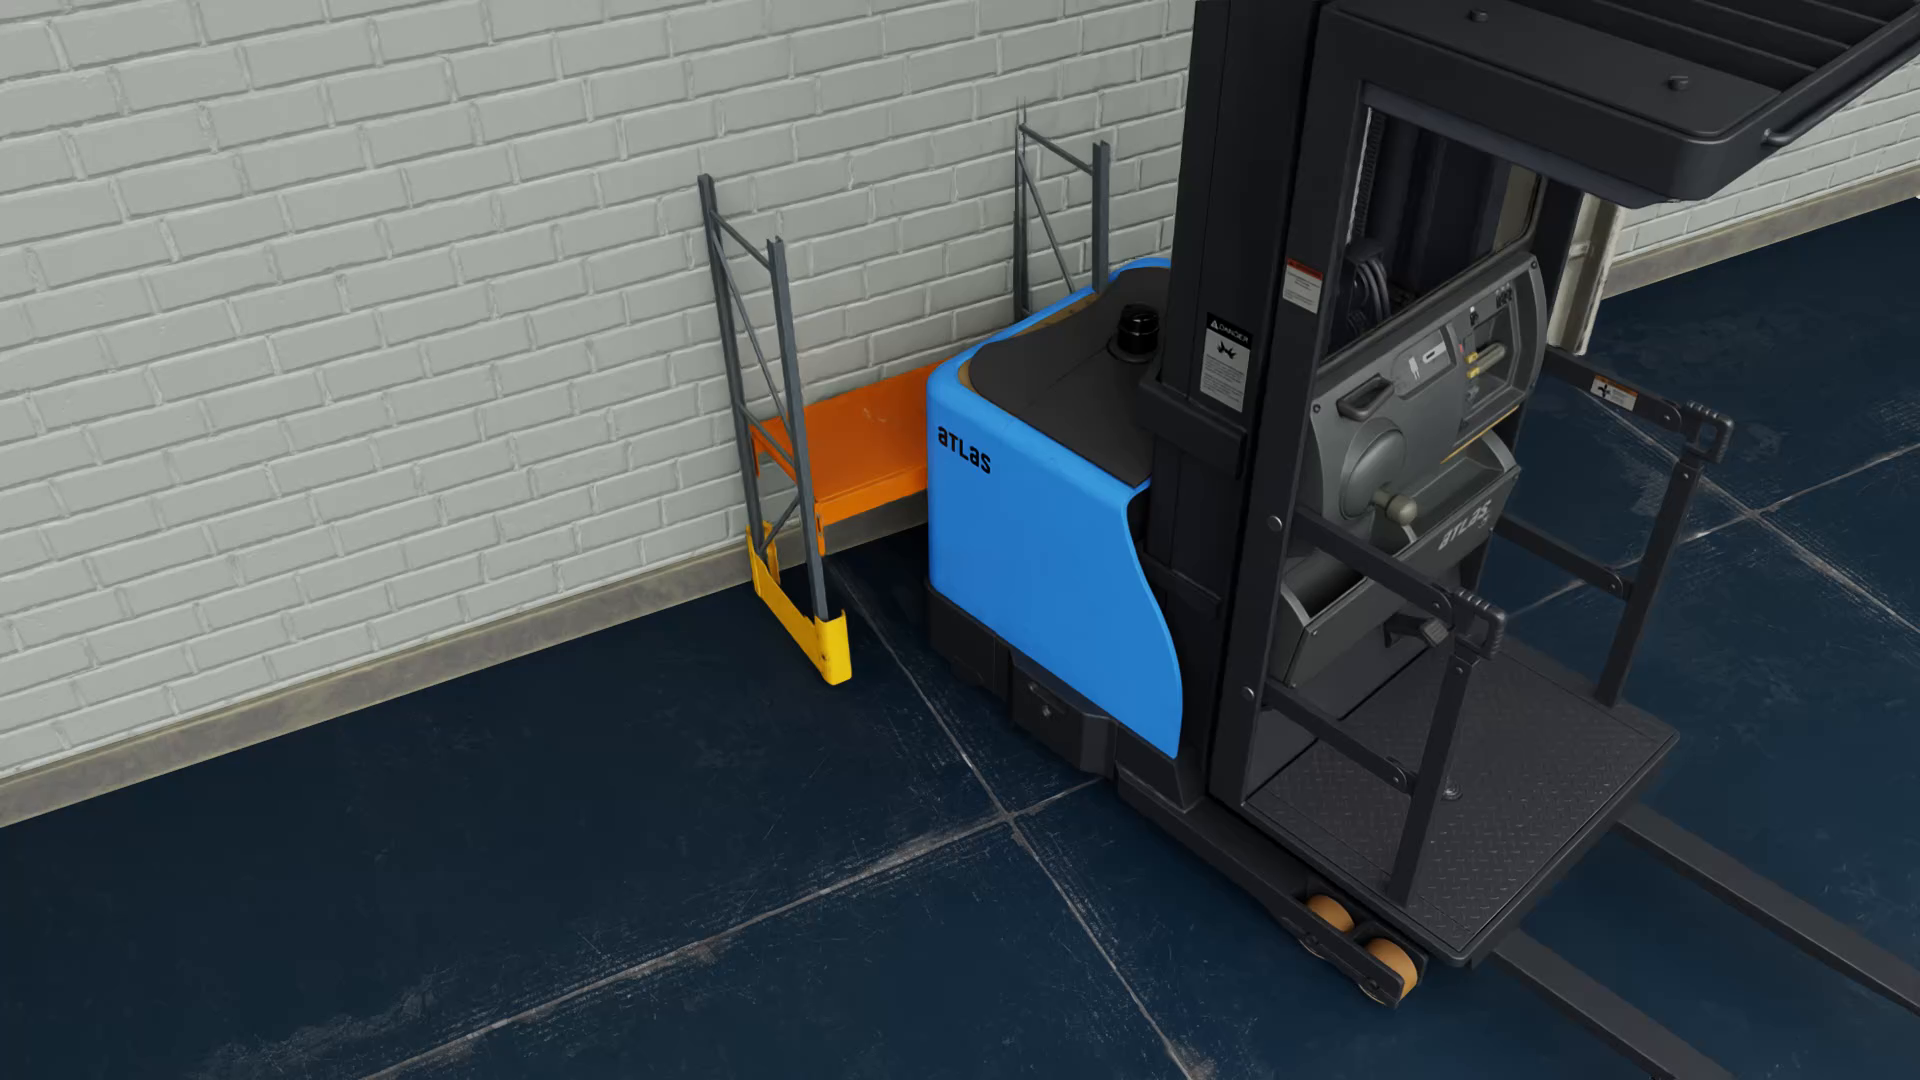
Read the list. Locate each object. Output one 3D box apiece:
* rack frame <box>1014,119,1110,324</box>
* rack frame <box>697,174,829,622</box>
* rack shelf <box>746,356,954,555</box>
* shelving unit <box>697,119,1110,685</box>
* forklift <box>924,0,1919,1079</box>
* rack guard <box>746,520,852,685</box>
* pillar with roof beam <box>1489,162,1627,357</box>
[{"bbox_3d":[0.316,-0.638,5.302,0.032,1.500,0.500,-21,41,-22],"label":"rack frame"},{"bbox_3d":[-0.561,-0.297,4.918,0.032,1.500,0.500,-21,41,-22],"label":"rack frame"},{"bbox_3d":[-0.115,-0.324,5.219,1.000,0.185,0.538,-21,41,-22],"label":"rack shelf"},{"bbox_3d":[-0.115,-0.470,5.114,1.083,1.500,0.587,-21,41,-22],"label":"shelving unit"},{"bbox_3d":[1.268,-0.295,3.830,1.130,2.935,3.031,-32,49,-32],"label":"forklift"},{"bbox_3d":[-0.517,0.193,5.304,0.087,0.250,0.587,-21,41,-22],"label":"rack guard"},{"bbox_3d":[4.240,-1.741,0.841,0.400,9.000,9.100,-19,44,-21],"label":"pillar with roof beam"}]
